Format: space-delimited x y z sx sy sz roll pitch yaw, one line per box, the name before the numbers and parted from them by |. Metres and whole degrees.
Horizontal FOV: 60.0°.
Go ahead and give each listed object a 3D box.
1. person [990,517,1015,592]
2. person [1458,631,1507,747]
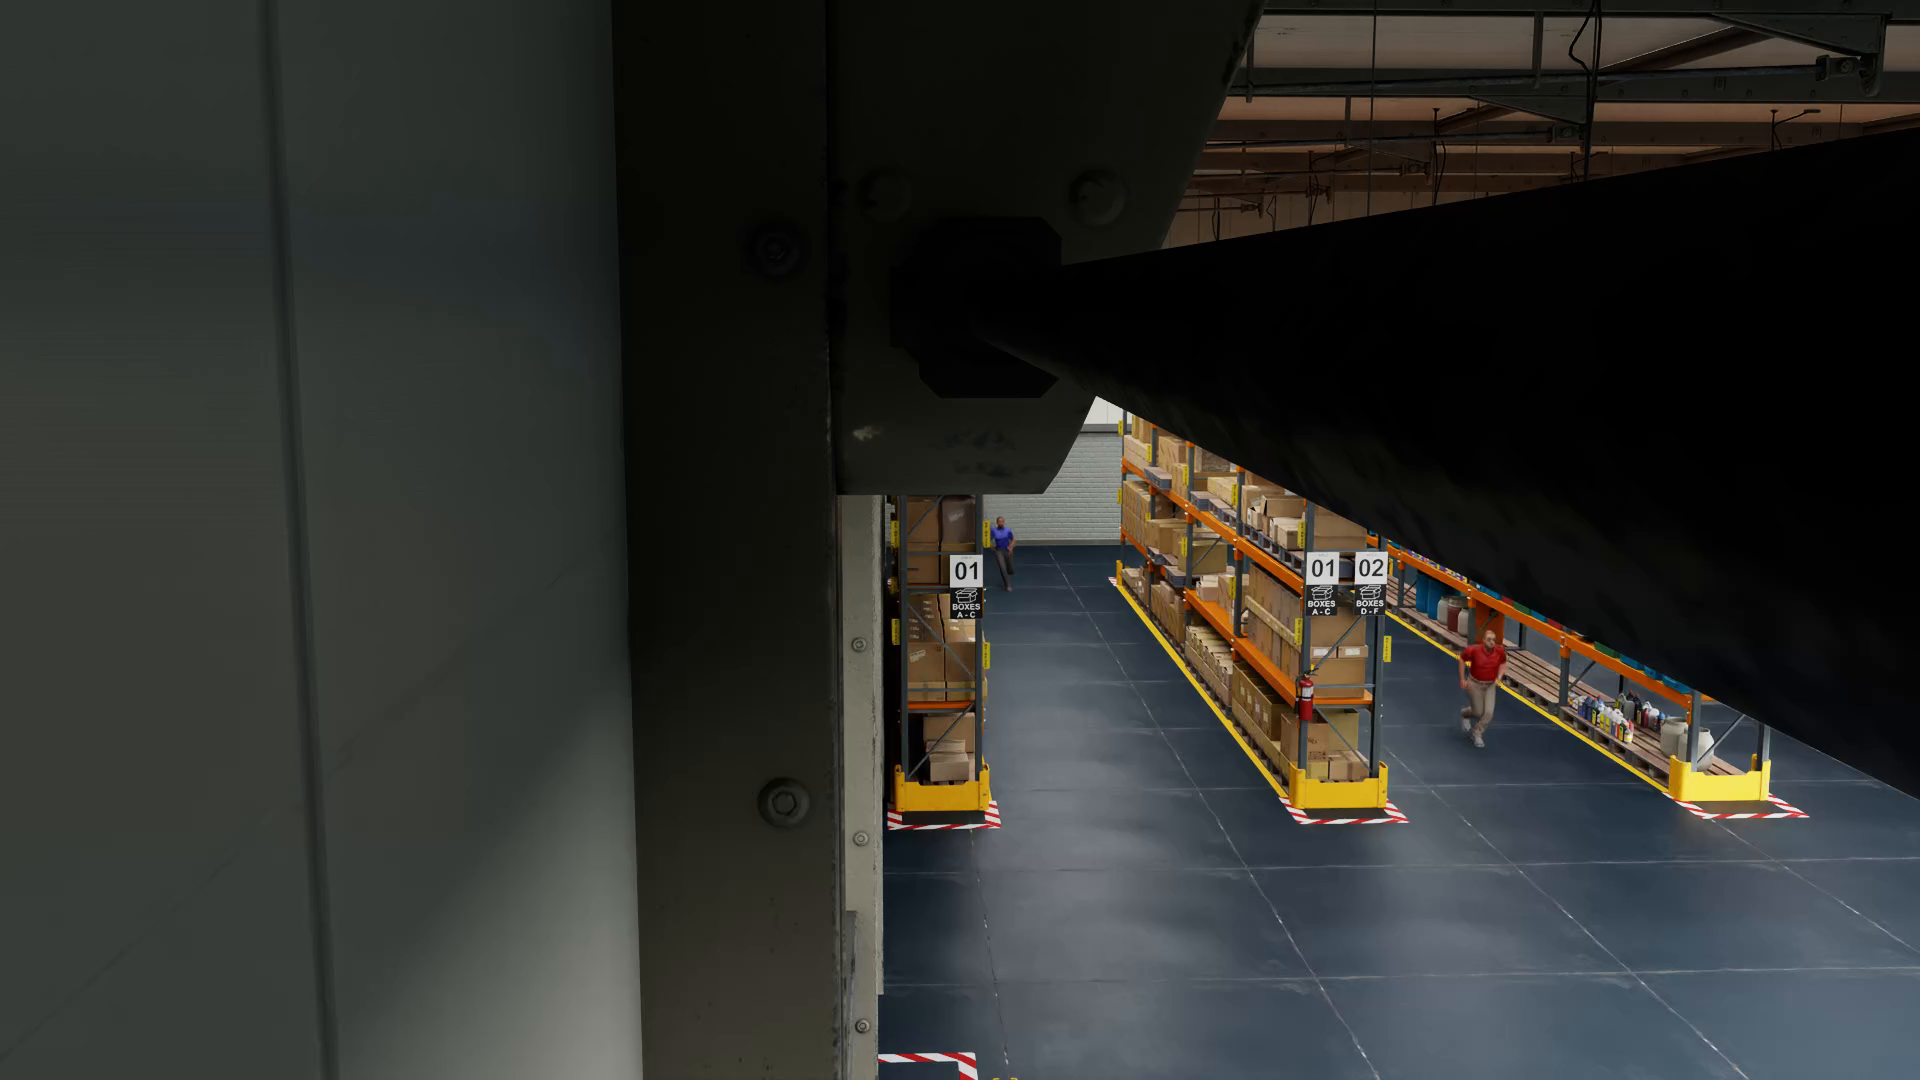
person | 0.899 0.289 35.711 0.573 1.607 0.694 -1 8 -7
person | 7.381 2.064 23.551 0.643 1.667 0.719 -2 9 -11
